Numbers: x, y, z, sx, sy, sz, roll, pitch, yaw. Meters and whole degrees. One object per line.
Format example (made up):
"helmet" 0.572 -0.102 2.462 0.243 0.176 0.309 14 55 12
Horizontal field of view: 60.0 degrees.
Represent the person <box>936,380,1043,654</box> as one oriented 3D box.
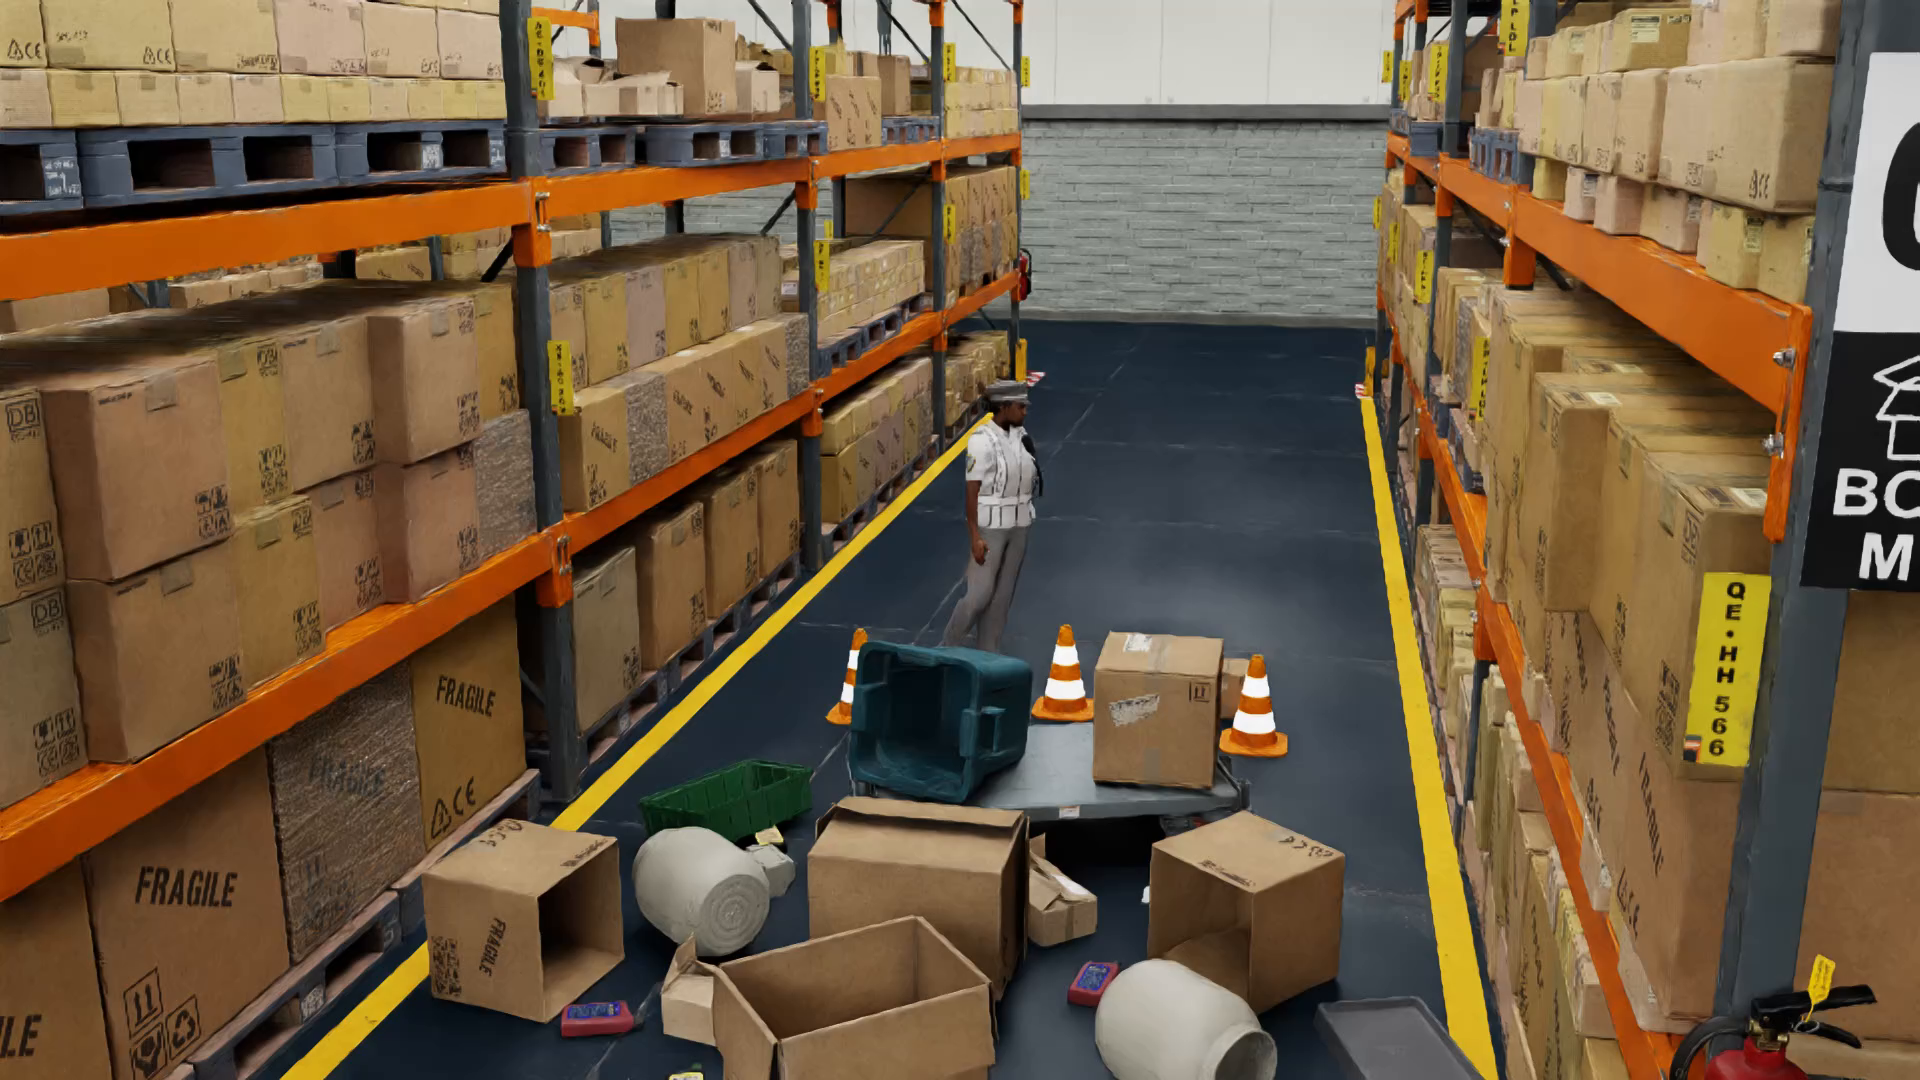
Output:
"person" 0.133 -0.058 9.164 0.637 1.657 0.450 -13 19 -39
